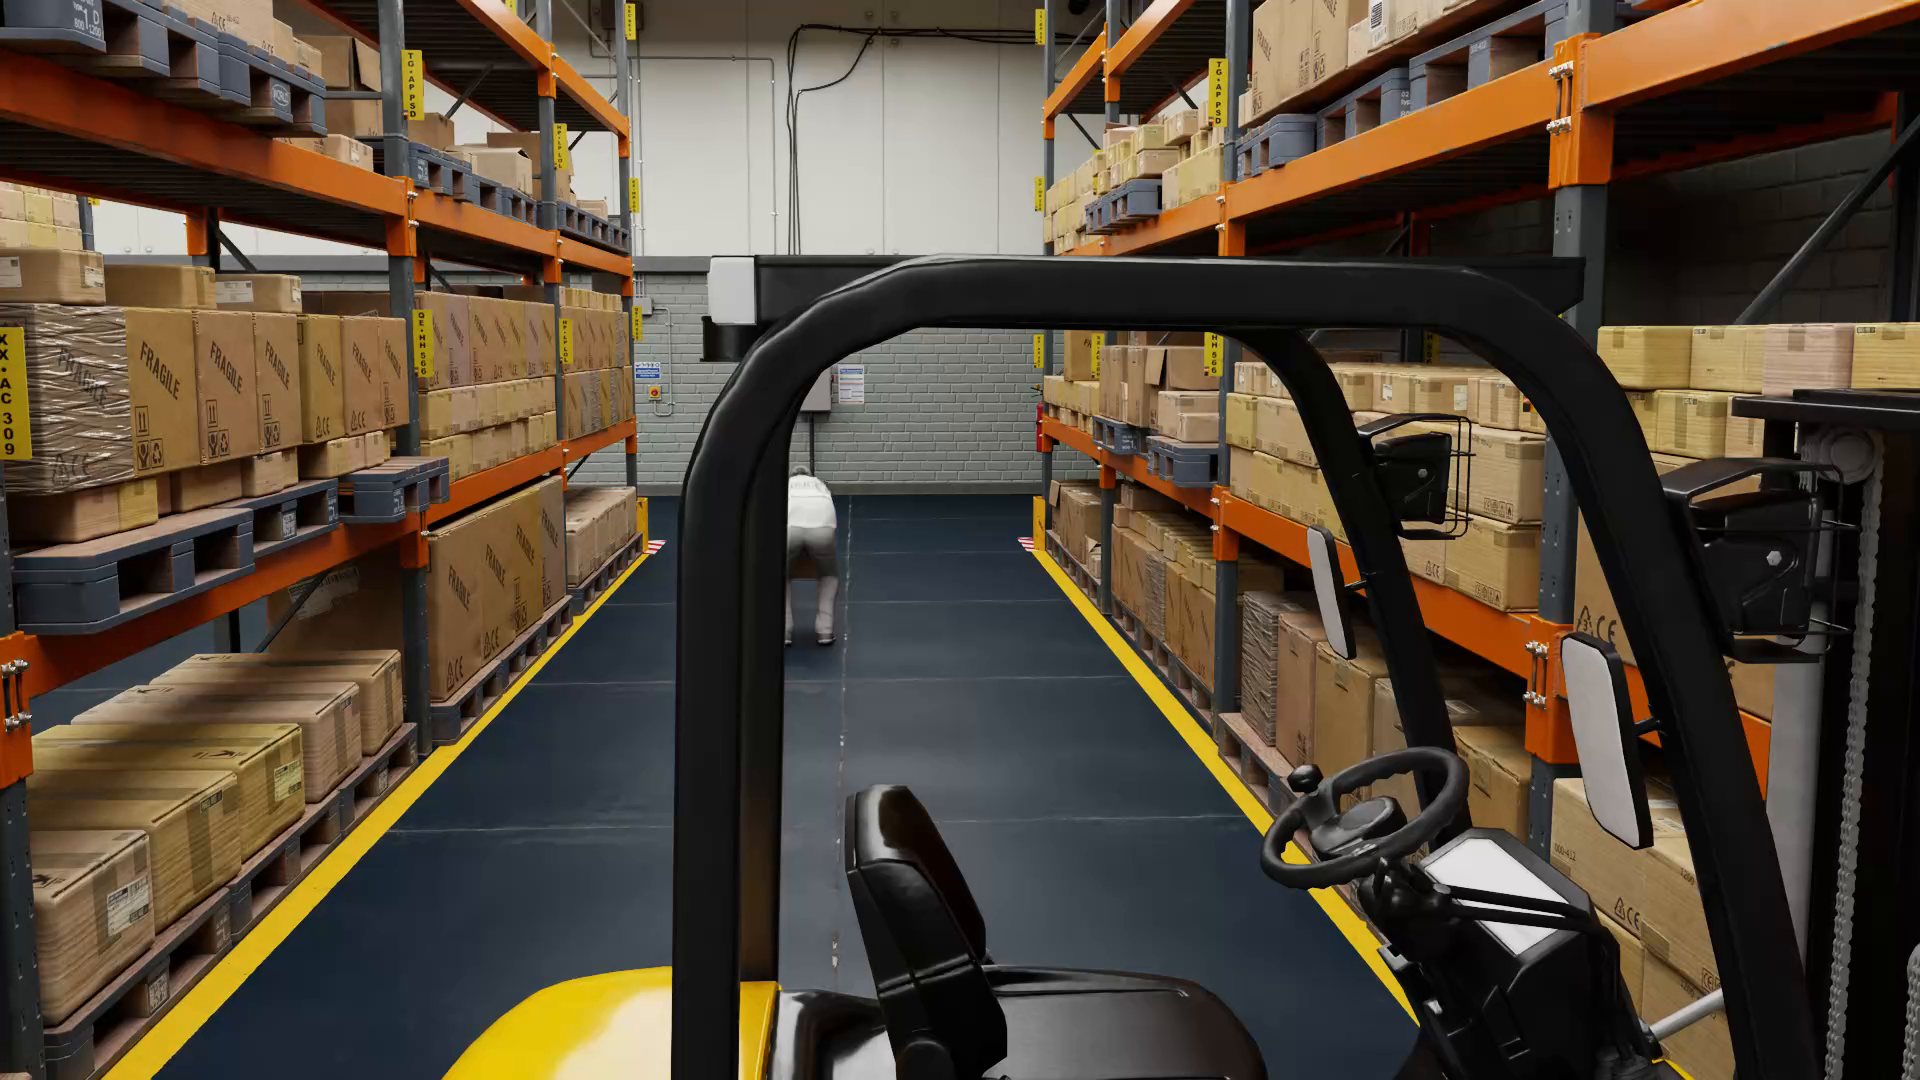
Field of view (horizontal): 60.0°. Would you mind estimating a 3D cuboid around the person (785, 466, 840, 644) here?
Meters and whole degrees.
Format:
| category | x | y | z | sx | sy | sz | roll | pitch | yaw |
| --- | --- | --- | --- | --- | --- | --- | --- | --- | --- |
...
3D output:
| category | x | y | z | sx | sy | sz | roll | pitch | yaw |
| --- | --- | --- | --- | --- | --- | --- | --- | --- | --- |
| person | -1.077 | 0.100 | 11.463 | 0.488 | 1.175 | 0.917 | -1 | 7 | -6 |
